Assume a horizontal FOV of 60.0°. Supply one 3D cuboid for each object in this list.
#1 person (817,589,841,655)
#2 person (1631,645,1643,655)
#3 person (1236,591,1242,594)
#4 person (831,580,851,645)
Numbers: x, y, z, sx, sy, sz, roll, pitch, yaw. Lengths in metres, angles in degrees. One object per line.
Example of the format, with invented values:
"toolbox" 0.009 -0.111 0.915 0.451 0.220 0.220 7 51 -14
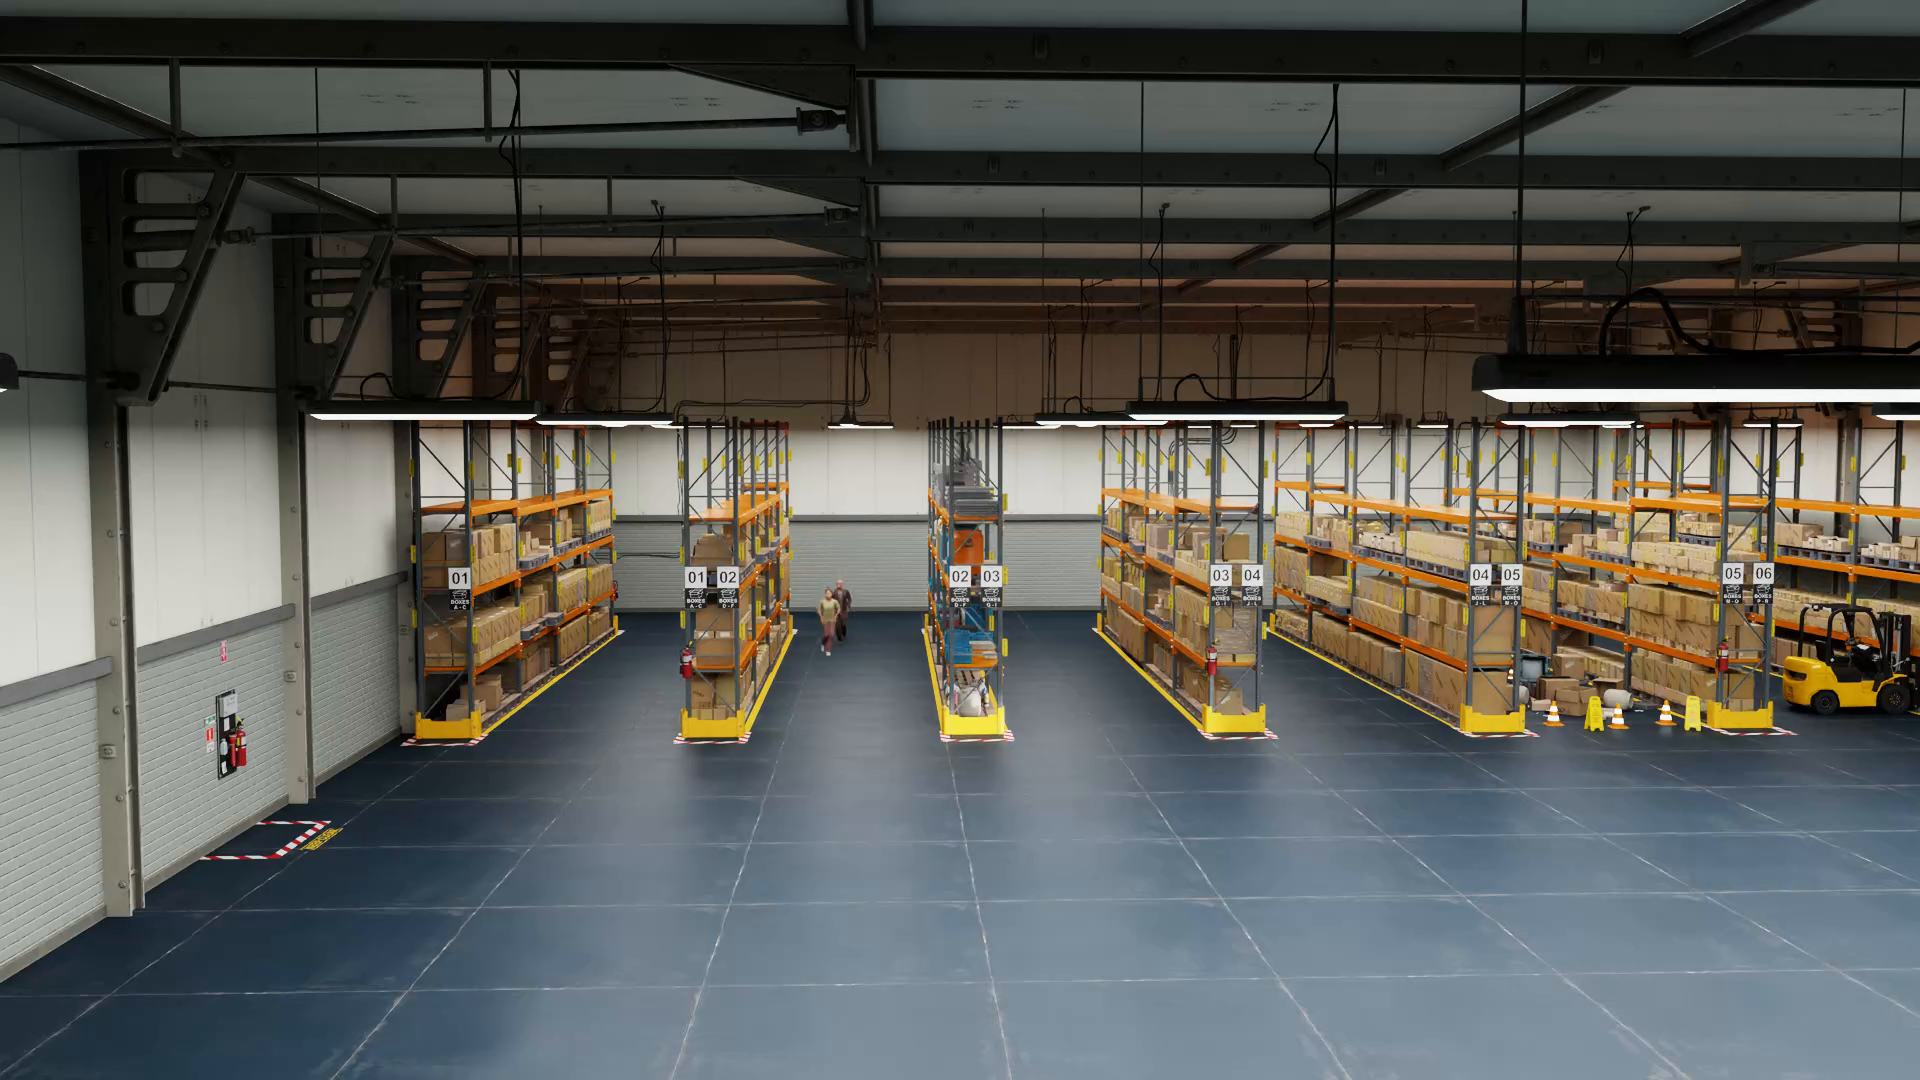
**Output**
"person" -3.215 2.020 40.937 0.570 1.637 0.564 -1 4 -8
"person" 16.597 2.216 40.485 0.688 1.800 0.901 -1 4 -8
"person" 7.738 1.908 46.351 0.594 1.692 0.651 0 4 -3
"person" -3.236 1.947 44.574 0.691 1.746 0.657 -1 4 -10
